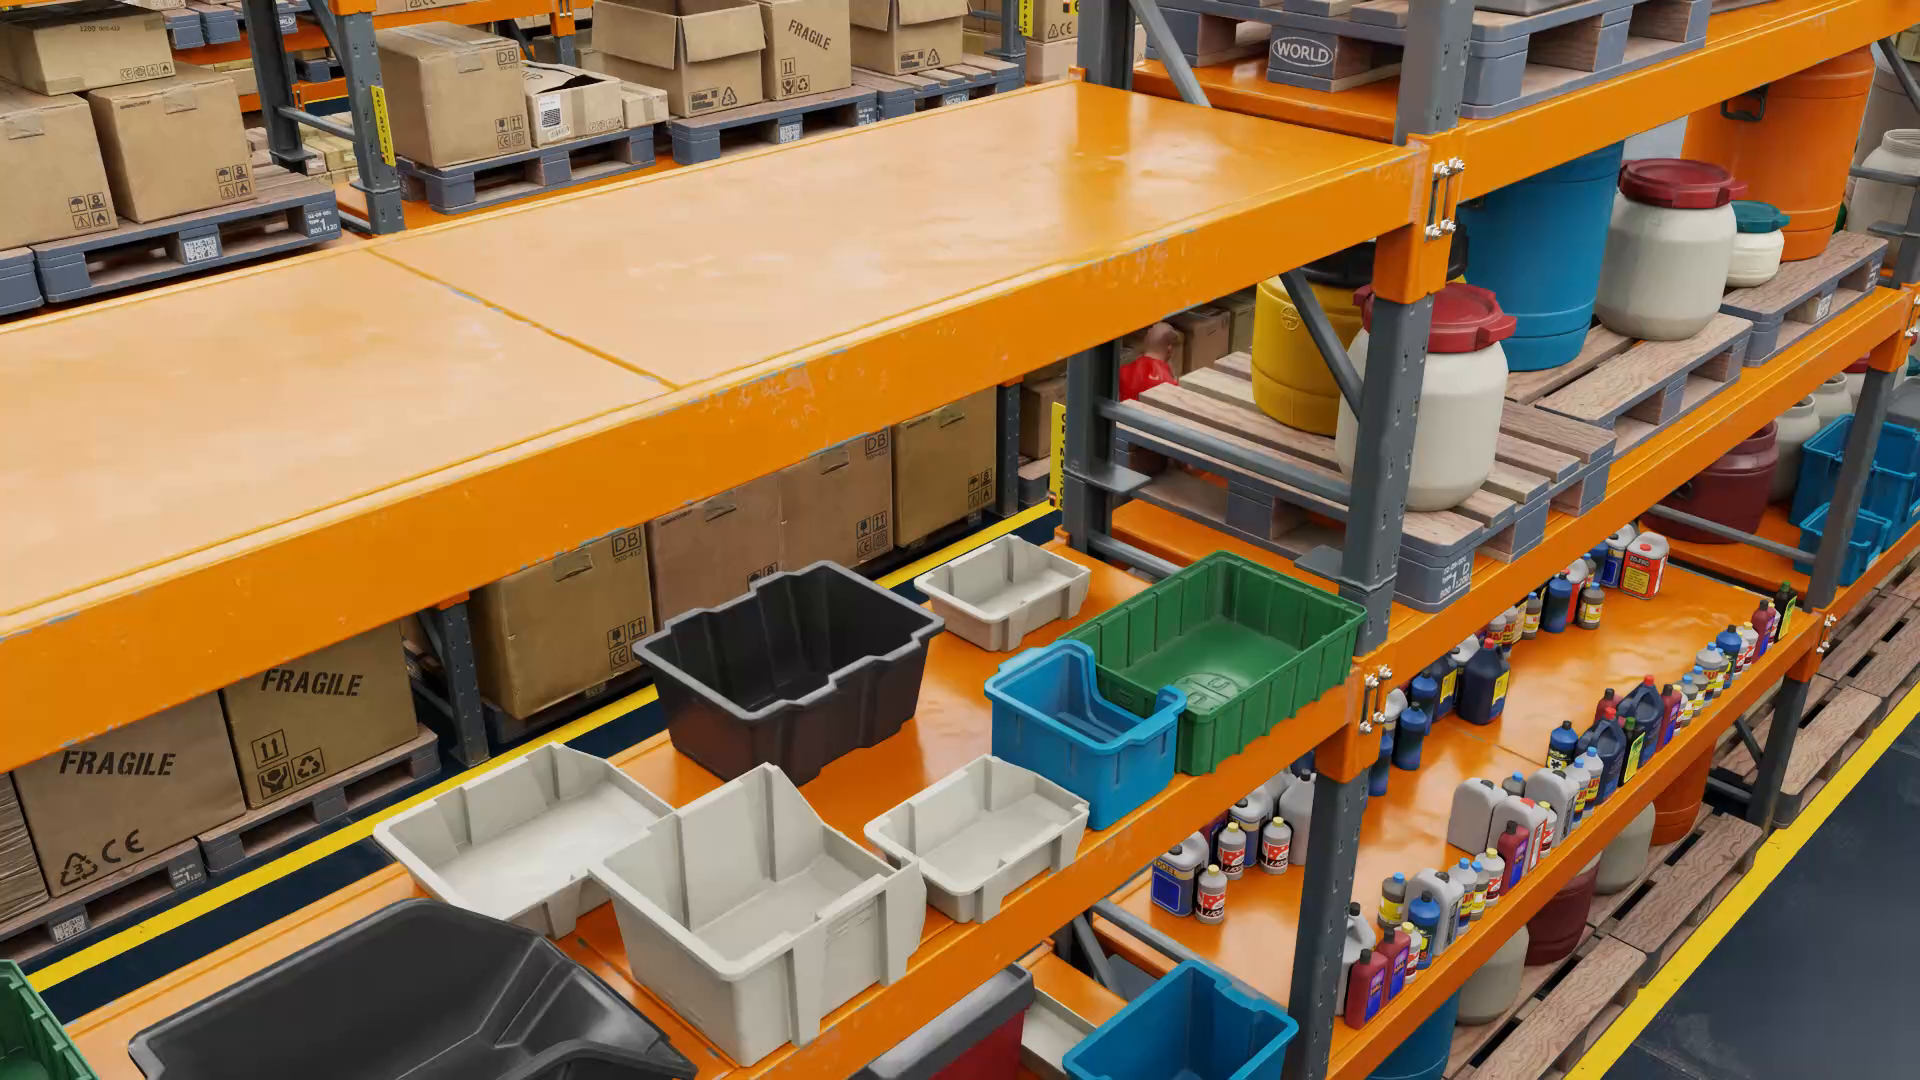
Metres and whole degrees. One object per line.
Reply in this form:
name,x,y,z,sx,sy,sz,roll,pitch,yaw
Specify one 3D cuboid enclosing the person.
person,1.106,-0.462,9.856,0.478,1.702,0.579,24,36,38
